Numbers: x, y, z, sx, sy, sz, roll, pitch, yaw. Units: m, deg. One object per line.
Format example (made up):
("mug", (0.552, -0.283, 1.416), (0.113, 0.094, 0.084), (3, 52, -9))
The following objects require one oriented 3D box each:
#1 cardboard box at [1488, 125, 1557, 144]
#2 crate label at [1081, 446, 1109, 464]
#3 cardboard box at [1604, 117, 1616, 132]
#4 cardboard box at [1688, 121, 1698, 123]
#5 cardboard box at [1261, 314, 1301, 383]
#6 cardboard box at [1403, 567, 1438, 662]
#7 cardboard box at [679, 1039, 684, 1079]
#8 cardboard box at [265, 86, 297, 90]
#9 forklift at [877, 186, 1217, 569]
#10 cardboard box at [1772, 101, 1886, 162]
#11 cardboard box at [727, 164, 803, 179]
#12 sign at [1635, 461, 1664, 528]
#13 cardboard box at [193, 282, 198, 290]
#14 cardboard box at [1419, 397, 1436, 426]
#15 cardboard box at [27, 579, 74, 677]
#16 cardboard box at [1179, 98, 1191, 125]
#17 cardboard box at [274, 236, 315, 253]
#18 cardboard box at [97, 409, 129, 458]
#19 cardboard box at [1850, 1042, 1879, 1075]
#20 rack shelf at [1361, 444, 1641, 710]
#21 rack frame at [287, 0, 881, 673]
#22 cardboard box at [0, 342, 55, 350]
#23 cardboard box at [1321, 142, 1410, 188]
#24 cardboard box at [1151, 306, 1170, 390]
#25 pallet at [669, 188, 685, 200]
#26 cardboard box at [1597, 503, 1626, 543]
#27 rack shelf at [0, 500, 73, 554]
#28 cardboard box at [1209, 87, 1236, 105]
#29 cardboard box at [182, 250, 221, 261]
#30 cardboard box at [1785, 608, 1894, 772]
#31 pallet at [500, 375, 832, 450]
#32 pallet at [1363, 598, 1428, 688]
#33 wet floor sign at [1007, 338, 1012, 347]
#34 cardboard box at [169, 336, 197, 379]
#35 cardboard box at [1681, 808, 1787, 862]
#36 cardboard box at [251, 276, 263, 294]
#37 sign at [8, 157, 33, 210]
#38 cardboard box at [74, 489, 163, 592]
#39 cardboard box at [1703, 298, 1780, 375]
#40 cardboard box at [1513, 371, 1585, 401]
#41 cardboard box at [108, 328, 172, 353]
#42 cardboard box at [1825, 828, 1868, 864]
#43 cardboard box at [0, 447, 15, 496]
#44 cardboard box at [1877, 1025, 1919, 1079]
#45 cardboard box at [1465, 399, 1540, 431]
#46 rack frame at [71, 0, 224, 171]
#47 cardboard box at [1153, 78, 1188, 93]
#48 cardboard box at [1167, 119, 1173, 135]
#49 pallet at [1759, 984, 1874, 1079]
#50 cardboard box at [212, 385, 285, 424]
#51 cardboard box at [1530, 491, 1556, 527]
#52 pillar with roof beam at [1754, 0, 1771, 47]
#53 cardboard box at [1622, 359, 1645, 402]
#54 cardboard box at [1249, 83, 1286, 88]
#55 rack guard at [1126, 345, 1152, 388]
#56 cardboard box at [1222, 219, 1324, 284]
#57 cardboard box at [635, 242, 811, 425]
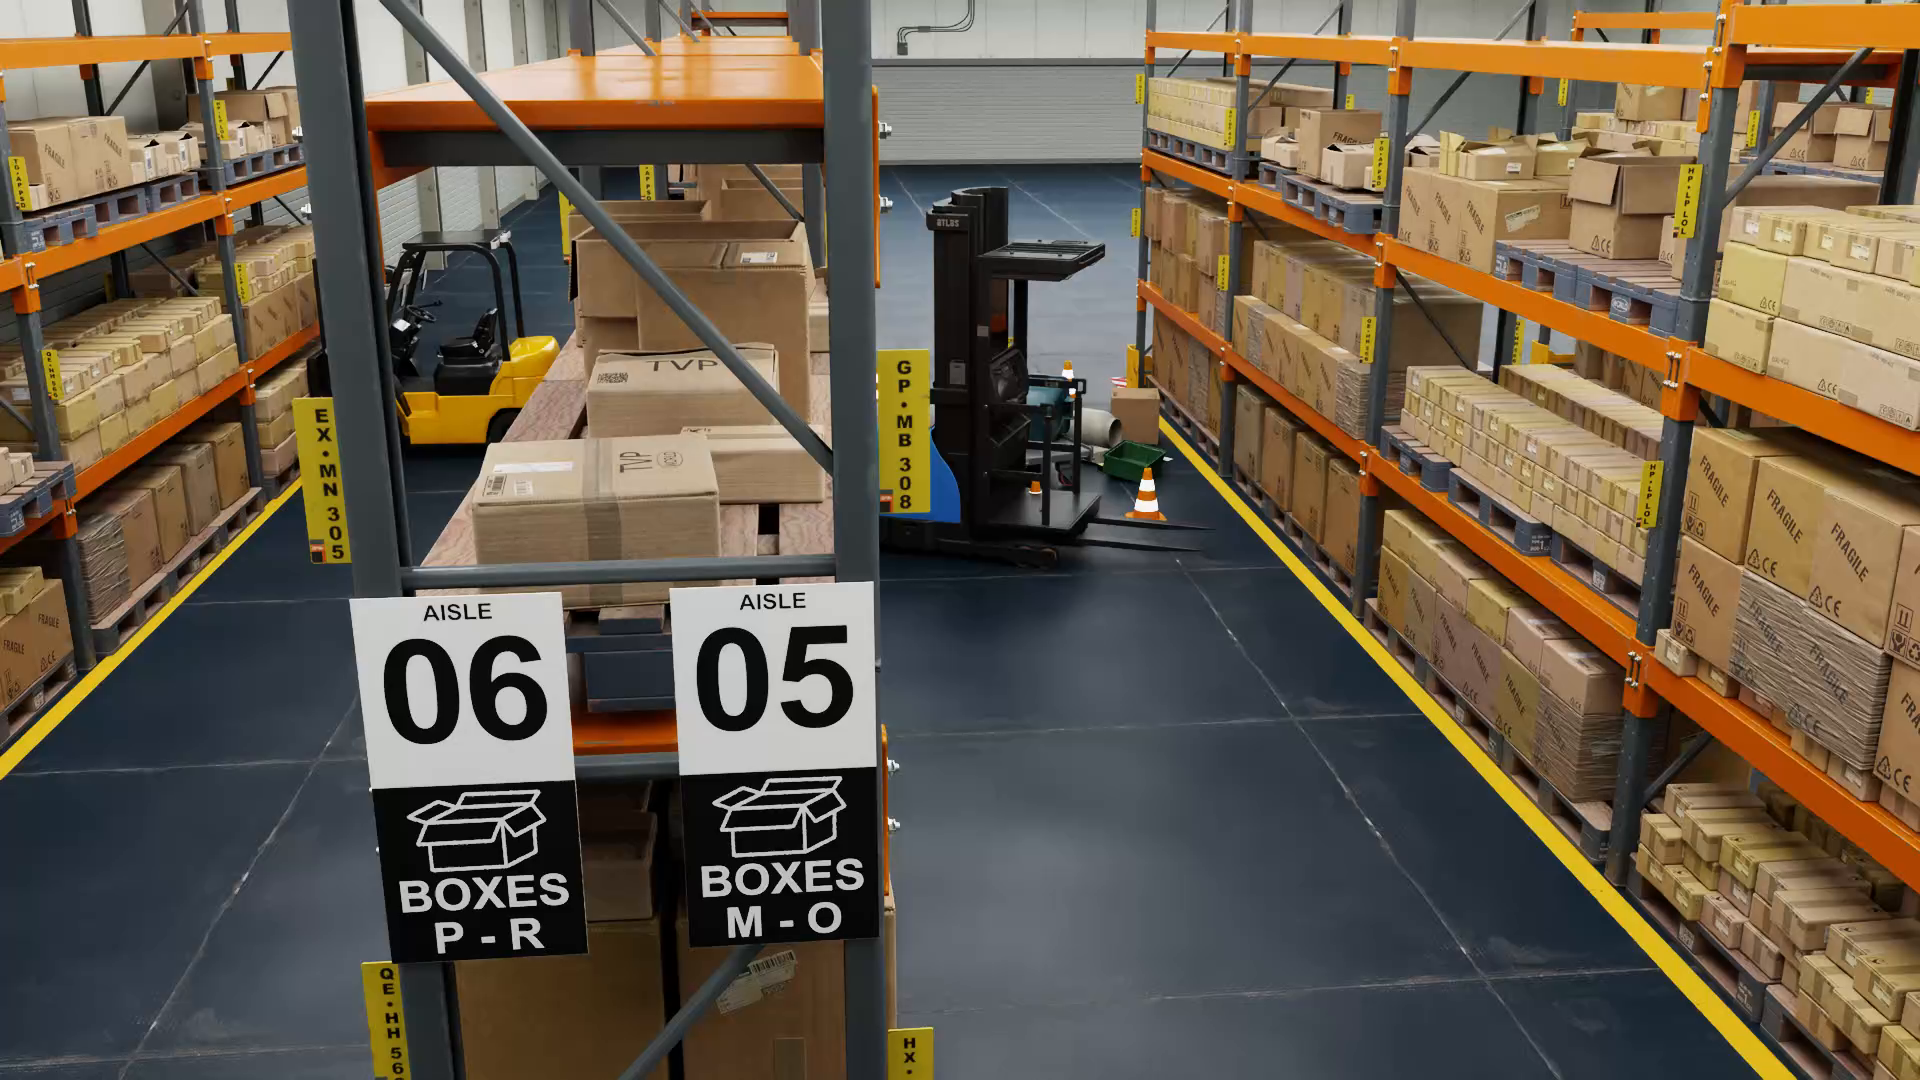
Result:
("cardboard box", (3.727, -2.606, 11.018), (0.396, 0.266, 0.258), (-2, 18, -6))
("crate label", (1.352, -0.850, 16.657), (0.250, 0.136, 0.298), (16, 24, 42))
("cardboard box", (7.380, -4.607, 18.420), (0.380, 0.149, 0.250), (-1, 17, -3))
("cardboard box", (7.994, -4.387, 17.720), (0.380, 0.149, 0.250), (-3, 18, -8))
("cardboard box", (2.903, -1.650, 14.257), (0.500, 0.500, 0.500), (-2, 18, -6))
("cardboard box", (3.301, 0.486, 11.094), (0.500, 0.500, 0.500), (-2, 17, -5))
("cardboard box", (-1.011, 1.359, 4.675), (0.500, 0.500, 0.500), (-2, 18, -7))
("cardboard box", (-6.960, -4.523, 17.534), (0.500, 0.500, 0.500), (-1, 17, -4))
("forklift", (0.591, -1.340, 13.552), (3.031, 2.935, 1.130), (6, 18, 17))
("cardboard box", (7.908, -3.727, 15.160), (0.797, 0.503, 0.637), (-3, 18, -8))
("cardboard box", (-1.016, -1.855, 9.201), (0.500, 0.500, 0.500), (-2, 18, -5))
("sign", (3.288, -0.217, 7.928), (0.100, 0.325, 0.005), (-2, 18, -6))
("cardboard box", (-7.204, -2.327, 15.330), (0.380, 0.149, 0.250), (-1, 17, -4))
("cardboard box", (3.307, -0.866, 11.150), (0.380, 0.149, 0.250), (-1, 17, -3))
("cardboard box", (-6.166, 0.574, 10.812), (0.500, 0.500, 0.500), (-1, 17, -4))
("cardboard box", (2.553, -4.405, 17.078), (0.500, 0.250, 0.500), (-2, 18, -6))
("cardboard box", (-6.803, -3.019, 17.040), (0.380, 0.149, 0.250), (-1, 17, -4))
("cardboard box", (-6.273, -0.755, 11.826), (0.500, 0.250, 0.500), (-2, 18, -7))
("cardboard box", (3.835, 2.056, 6.677), (0.380, 0.149, 0.250), (-1, 17, -4))
("rack shelf", (3.633, 0.064, 10.165), (1.077, 0.370, 4.000), (-2, 18, -6))
("rack frame", (-0.661, -1.170, 2.882), (1.000, 3.000, 0.127), (-2, 18, -6))
("cardboard box", (-6.915, -1.362, 12.256), (0.380, 0.149, 0.250), (-2, 18, -7))
("cardboard box", (3.021, -2.813, 12.404), (0.500, 0.311, 0.500), (-2, 18, -6))
("cardboard box", (2.737, -2.245, 19.166), (0.875, 0.875, 0.875), (-2, 18, -5))
("pallet", (-1.831, -2.729, 13.167), (1.213, 0.211, 1.003), (-2, 18, -6))
("cardboard box", (3.574, -0.096, 8.698), (0.380, 0.149, 0.250), (-2, 18, -5))
("rack shelf", (-6.217, 0.402, 9.090), (1.077, 0.370, 4.000), (-2, 18, -6))
("cardboard box", (2.608, -4.255, 15.936), (0.380, 0.149, 0.250), (-2, 18, -6))
("cardboard box", (-7.269, -2.696, 16.011), (0.380, 0.149, 0.250), (-2, 18, -6))
("cardboard box", (3.714, 0.581, 6.655), (0.500, 0.500, 0.500), (-2, 18, -7))
("pallet", (-0.877, -0.282, 5.208), (1.003, 0.211, 1.213), (-2, 18, -6))
("pallet", (3.506, 0.689, 11.631), (1.003, 0.211, 1.213), (-2, 18, -6))
("wet floor sign", (0.629, -2.082, 19.733), (0.267, 0.644, 0.232), (-5, 18, -15))
("cardboard box", (-6.424, -1.452, 13.210), (0.500, 0.250, 0.500), (-1, 17, -5))
("cardboard box", (3.638, 1.386, 7.820), (0.380, 0.149, 0.250), (-1, 17, -3))
("cardboard box", (-6.690, -2.343, 15.383), (0.380, 0.149, 0.250), (-2, 18, -6))
("sign", (-5.883, -2.231, 10.405), (0.100, 0.325, 0.005), (-2, 18, -6))
("cardboard box", (-6.549, 0.015, 12.386), (0.875, 0.625, 0.625), (-1, 17, -4))
("cardboard box", (3.625, -0.896, 7.267), (0.500, 0.250, 0.500), (-1, 17, -3))
("cardboard box", (3.957, -1.032, 11.182), (0.380, 0.149, 0.250), (-2, 18, -6))
("cardboard box", (-6.314, -1.535, 12.808), (0.380, 0.149, 0.250), (-2, 18, -7))
("cardboard box", (4.234, 1.440, 7.648), (0.380, 0.149, 0.250), (-2, 18, -6))
("cardboard box", (-5.992, -0.362, 9.871), (0.500, 0.250, 0.500), (-3, 18, -8))
("cardboard box", (3.784, 1.993, 6.384), (0.380, 0.149, 0.250), (-1, 17, -3))
("cardboard box", (3.390, -0.783, 10.387), (0.380, 0.149, 0.250), (-1, 17, -3))
("rack frame", (-6.836, -4.591, 13.778), (1.000, 3.000, 0.127), (-2, 18, -6))
("cardboard box", (2.344, -5.014, 18.352), (0.380, 0.149, 0.250), (-2, 18, -5))
("cardboard box", (2.423, -4.405, 17.743), (0.380, 0.149, 0.250), (-2, 18, -5))
("pallet", (4.073, 2.211, 6.783), (1.003, 0.211, 1.213), (-2, 18, -6))
("cardboard box", (-6.574, -1.248, 15.365), (0.500, 0.250, 0.500), (-2, 18, -6))
("cardboard box", (3.490, -0.185, 9.476), (0.380, 0.149, 0.250), (-3, 18, -8))
("pillar with roof beam", (16.502, -13.538, 42.276), (9.100, 9.000, 0.400), (-2, 18, -6))
("cardboard box", (7.735, -1.838, 18.497), (0.500, 0.500, 0.500), (0, 17, 0))
("cardboard box", (3.158, -4.578, 16.965), (0.380, 0.149, 0.250), (-2, 18, -6))
("rack guard", (2.599, -2.073, 19.945), (1.175, 0.500, 0.348), (-2, 18, -6))
("cardboard box", (3.010, -2.764, 15.921), (0.875, 0.550, 0.550), (-2, 18, -6))
("cardboard box", (-0.720, -0.640, 5.166), (0.500, 0.500, 0.500), (-1, 17, -5))
